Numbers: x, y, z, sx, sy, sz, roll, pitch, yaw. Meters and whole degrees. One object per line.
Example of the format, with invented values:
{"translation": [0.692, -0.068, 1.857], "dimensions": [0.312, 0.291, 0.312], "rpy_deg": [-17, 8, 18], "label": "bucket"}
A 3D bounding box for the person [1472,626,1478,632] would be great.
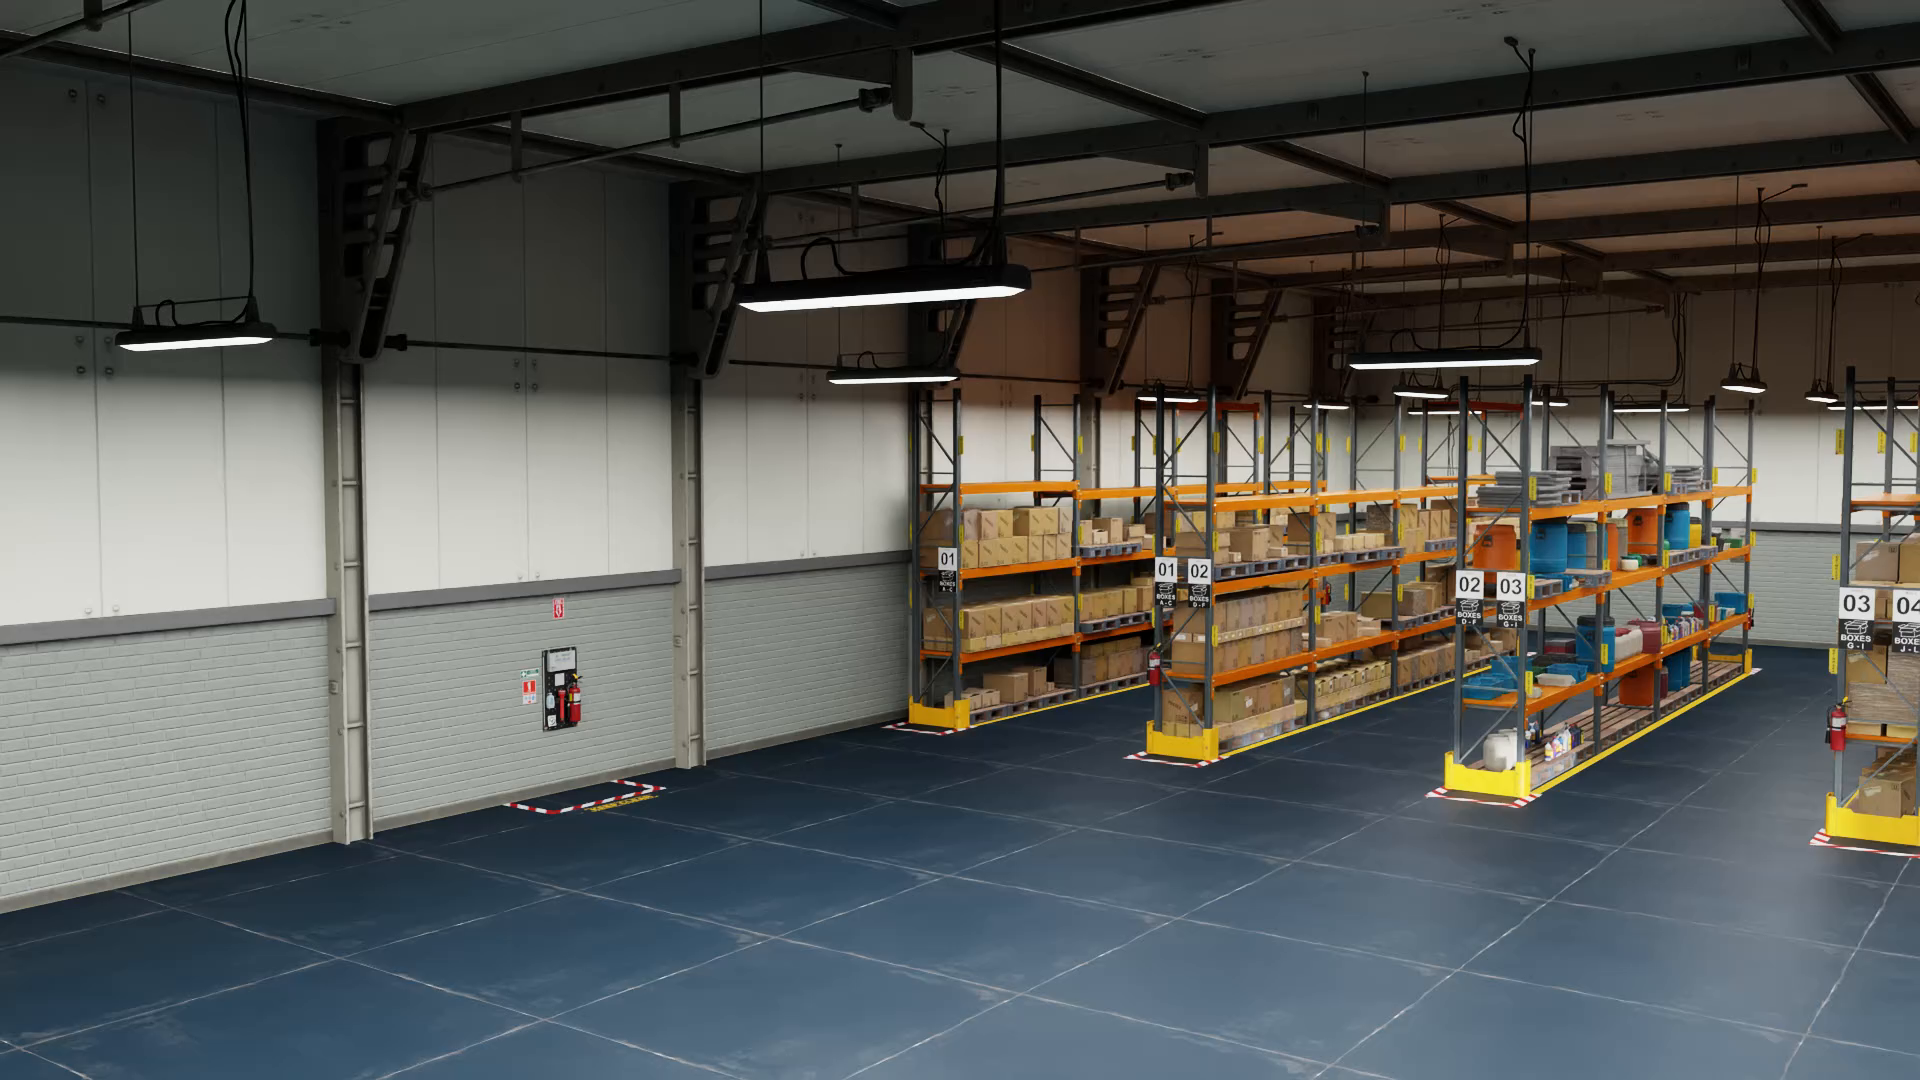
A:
{"translation": [12.968, 1.832, 41.665], "dimensions": [0.478, 1.628, 0.355], "rpy_deg": [-2, 4, -34], "label": "person"}
